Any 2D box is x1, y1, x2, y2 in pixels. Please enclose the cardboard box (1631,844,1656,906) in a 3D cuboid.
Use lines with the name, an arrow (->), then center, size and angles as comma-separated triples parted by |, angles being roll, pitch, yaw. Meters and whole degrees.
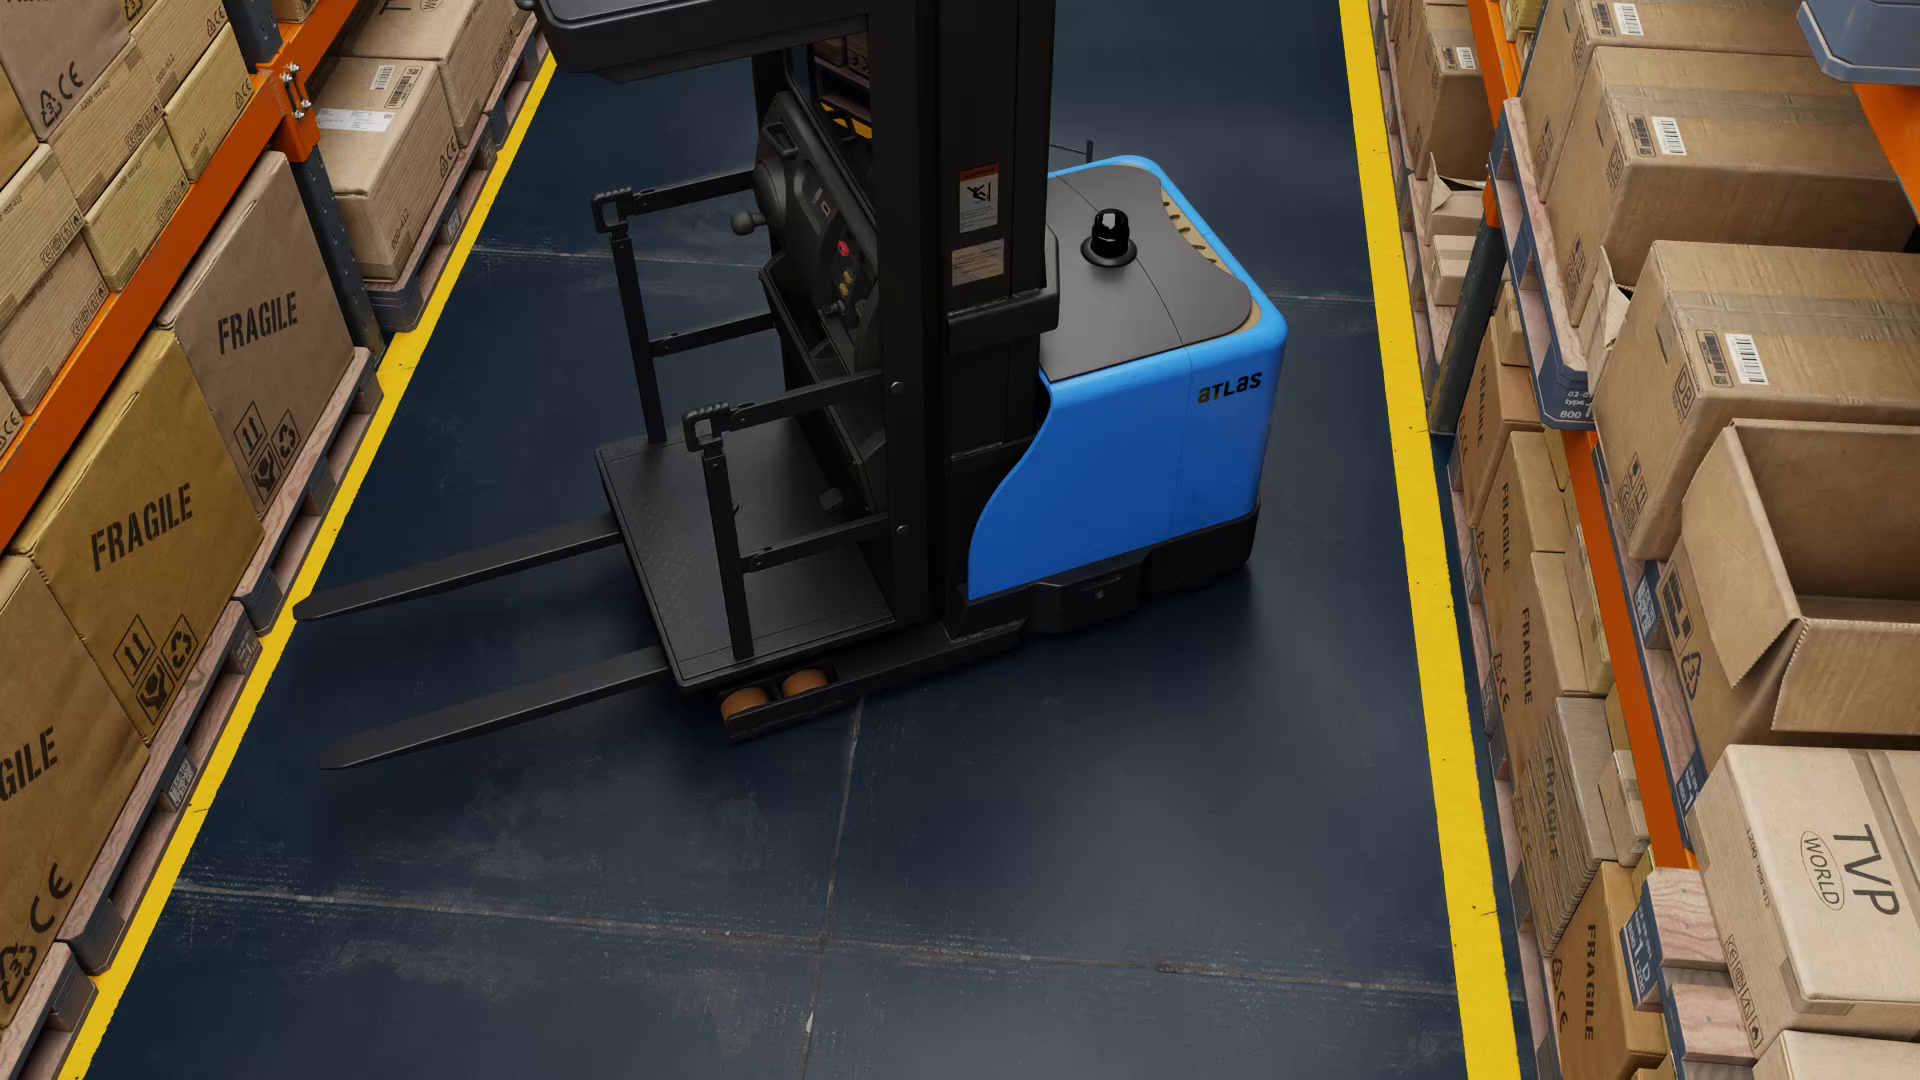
cardboard box -> 1.807, 0.868, 3.893 | 0.380, 0.149, 0.250 | 3, 48, 3

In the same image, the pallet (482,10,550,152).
pallet -> -2.462, -2.249, 7.664 | 1.003, 0.211, 1.213 | 4, 48, 4

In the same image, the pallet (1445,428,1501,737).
pallet -> 2.189, 0.135, 5.484 | 1.003, 0.211, 1.213 | 4, 48, 4

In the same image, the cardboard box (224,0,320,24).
cardboard box -> -2.414, -2.099, 5.569 | 0.500, 0.500, 0.500 | 5, 48, 5

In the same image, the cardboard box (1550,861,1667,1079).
cardboard box -> 1.786, 1.157, 4.068 | 0.500, 0.500, 0.500 | 6, 48, 5

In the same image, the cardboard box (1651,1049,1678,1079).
cardboard box -> 1.716, 1.242, 3.551 | 0.380, 0.149, 0.250 | 2, 48, 2

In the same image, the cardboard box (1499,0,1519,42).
cardboard box -> 2.005, -1.766, 5.503 | 0.380, 0.149, 0.250 | 5, 48, 5

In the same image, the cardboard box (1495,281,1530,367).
cardboard box -> 1.928, -0.678, 5.307 | 0.380, 0.149, 0.250 | 6, 48, 5

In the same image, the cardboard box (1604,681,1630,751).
cardboard box -> 1.876, 0.486, 4.243 | 0.380, 0.149, 0.250 | 4, 48, 4

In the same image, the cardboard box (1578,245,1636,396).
cardboard box -> 1.717, -0.508, 3.988 | 0.396, 0.266, 0.258 | 6, 48, 5

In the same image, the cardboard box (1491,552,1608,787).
cardboard box -> 1.869, 0.394, 4.766 | 0.500, 0.500, 0.500 | 3, 48, 2

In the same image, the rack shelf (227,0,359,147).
rack shelf -> -2.536, -2.965, 6.916 | 1.077, 0.370, 4.000 | 4, 48, 4

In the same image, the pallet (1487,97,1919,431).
pallet -> 2.044, -0.762, 4.544 | 1.003, 0.211, 1.213 | 4, 48, 4

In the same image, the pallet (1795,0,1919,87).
pallet -> 2.005, -1.119, 2.835 | 1.213, 0.211, 1.003 | 4, 48, 4

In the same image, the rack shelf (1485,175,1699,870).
rack shelf -> 2.043, 0.306, 3.925 | 1.077, 0.370, 4.000 | 4, 48, 4

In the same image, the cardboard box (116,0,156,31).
cardboard box -> -2.509, -1.764, 4.585 | 0.500, 0.500, 0.500 | 5, 48, 5

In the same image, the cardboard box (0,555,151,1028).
cardboard box -> -2.851, 0.620, 4.306 | 0.875, 0.875, 0.875 | 4, 48, 4

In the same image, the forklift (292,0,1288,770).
forklift -> -0.582, -0.817, 4.511 | 3.031, 2.935, 1.130 | -17, 50, -15

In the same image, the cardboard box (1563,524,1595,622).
cardboard box -> 1.896, 0.103, 4.592 | 0.380, 0.149, 0.250 | 4, 48, 3

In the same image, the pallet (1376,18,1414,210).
pallet -> 2.398, -1.869, 7.317 | 1.003, 0.211, 1.213 | 4, 48, 4

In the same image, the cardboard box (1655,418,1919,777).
cardboard box -> 1.825, 0.144, 3.231 | 0.797, 0.503, 0.637 | 3, 48, 3

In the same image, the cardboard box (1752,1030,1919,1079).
cardboard box -> 1.539, 0.967, 2.718 | 0.380, 0.149, 0.250 | 5, 48, 4

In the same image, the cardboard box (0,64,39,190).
cardboard box -> -2.614, -1.012, 3.897 | 0.500, 0.500, 0.500 | 5, 48, 5

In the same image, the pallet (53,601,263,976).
pallet -> -2.822, 0.674, 4.990 | 1.003, 0.211, 1.213 | 4, 48, 4

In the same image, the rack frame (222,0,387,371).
rack frame -> -2.718, -1.738, 5.307 | 1.000, 3.000, 0.127 | 4, 48, 4

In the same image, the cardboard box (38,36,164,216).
cardboard box -> -2.554, -1.148, 4.530 | 0.500, 0.250, 0.500 | 5, 48, 4

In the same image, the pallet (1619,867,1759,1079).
pallet -> 1.853, 1.094, 2.846 | 1.213, 0.211, 1.003 | 4, 48, 4

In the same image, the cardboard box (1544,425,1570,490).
cardboard box -> 1.968, -0.280, 4.943 | 0.380, 0.149, 0.250 | 2, 48, 2

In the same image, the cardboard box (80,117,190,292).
cardboard box -> -2.555, -0.967, 4.703 | 0.500, 0.250, 0.500 | 3, 48, 3

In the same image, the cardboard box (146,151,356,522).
cardboard box -> -2.695, -0.702, 5.514 | 0.875, 0.875, 0.875 | 5, 48, 5

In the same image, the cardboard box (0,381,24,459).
cardboard box -> -2.663, -0.217, 4.017 | 0.500, 0.250, 0.500 | 4, 48, 4

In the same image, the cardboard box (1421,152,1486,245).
cardboard box -> 2.016, -1.317, 6.490 | 0.396, 0.266, 0.258 | 5, 48, 5

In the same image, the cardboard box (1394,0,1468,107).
cardboard box -> 2.175, -2.194, 7.133 | 0.500, 0.500, 0.500 | 5, 48, 4

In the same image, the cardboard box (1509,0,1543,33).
cardboard box -> 2.029, -1.847, 5.307 | 0.500, 0.250, 0.500 | 5, 48, 5

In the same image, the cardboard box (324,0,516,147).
cardboard box -> -2.473, -2.127, 7.114 | 0.875, 0.438, 0.875 | 3, 48, 2

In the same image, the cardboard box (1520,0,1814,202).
cardboard box -> 1.959, -1.242, 4.501 | 0.700, 0.500, 0.500 | 5, 48, 5

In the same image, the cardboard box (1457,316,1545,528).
cardboard box -> 1.957, -0.365, 5.460 | 0.500, 0.500, 0.500 | 6, 48, 5

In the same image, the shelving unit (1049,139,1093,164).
shelving unit -> 0.313, -1.059, 6.109 | 0.258, 0.900, 0.210 | 18, 50, 16
